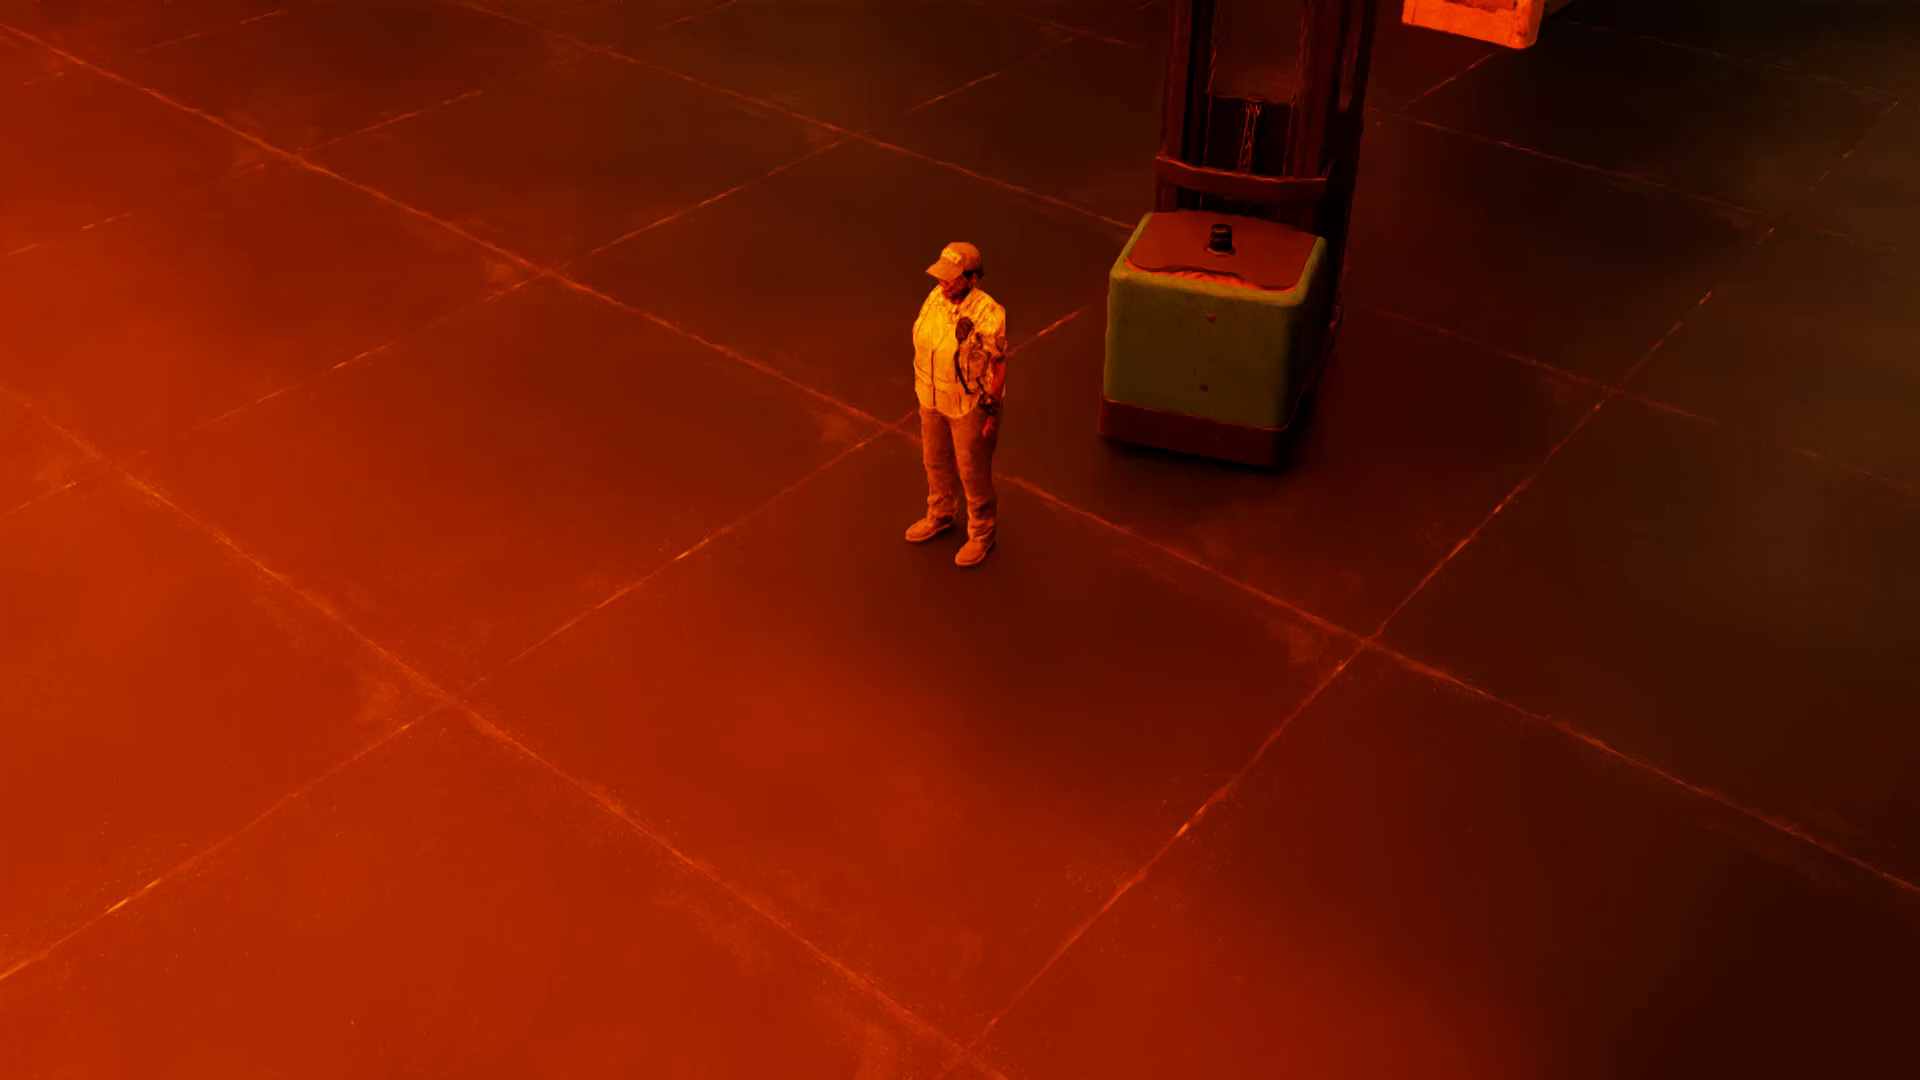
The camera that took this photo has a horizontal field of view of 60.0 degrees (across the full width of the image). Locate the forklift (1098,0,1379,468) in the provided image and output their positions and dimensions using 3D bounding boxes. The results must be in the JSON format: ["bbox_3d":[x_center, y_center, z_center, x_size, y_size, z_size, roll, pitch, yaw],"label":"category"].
[{"bbox_3d":[1.738,-2.439,9.374,1.130,2.935,3.031,12,38,16],"label":"forklift"}]

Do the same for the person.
[{"bbox_3d":[-0.016,-0.666,8.014,0.482,1.669,0.390,26,43,31],"label":"person"}]
